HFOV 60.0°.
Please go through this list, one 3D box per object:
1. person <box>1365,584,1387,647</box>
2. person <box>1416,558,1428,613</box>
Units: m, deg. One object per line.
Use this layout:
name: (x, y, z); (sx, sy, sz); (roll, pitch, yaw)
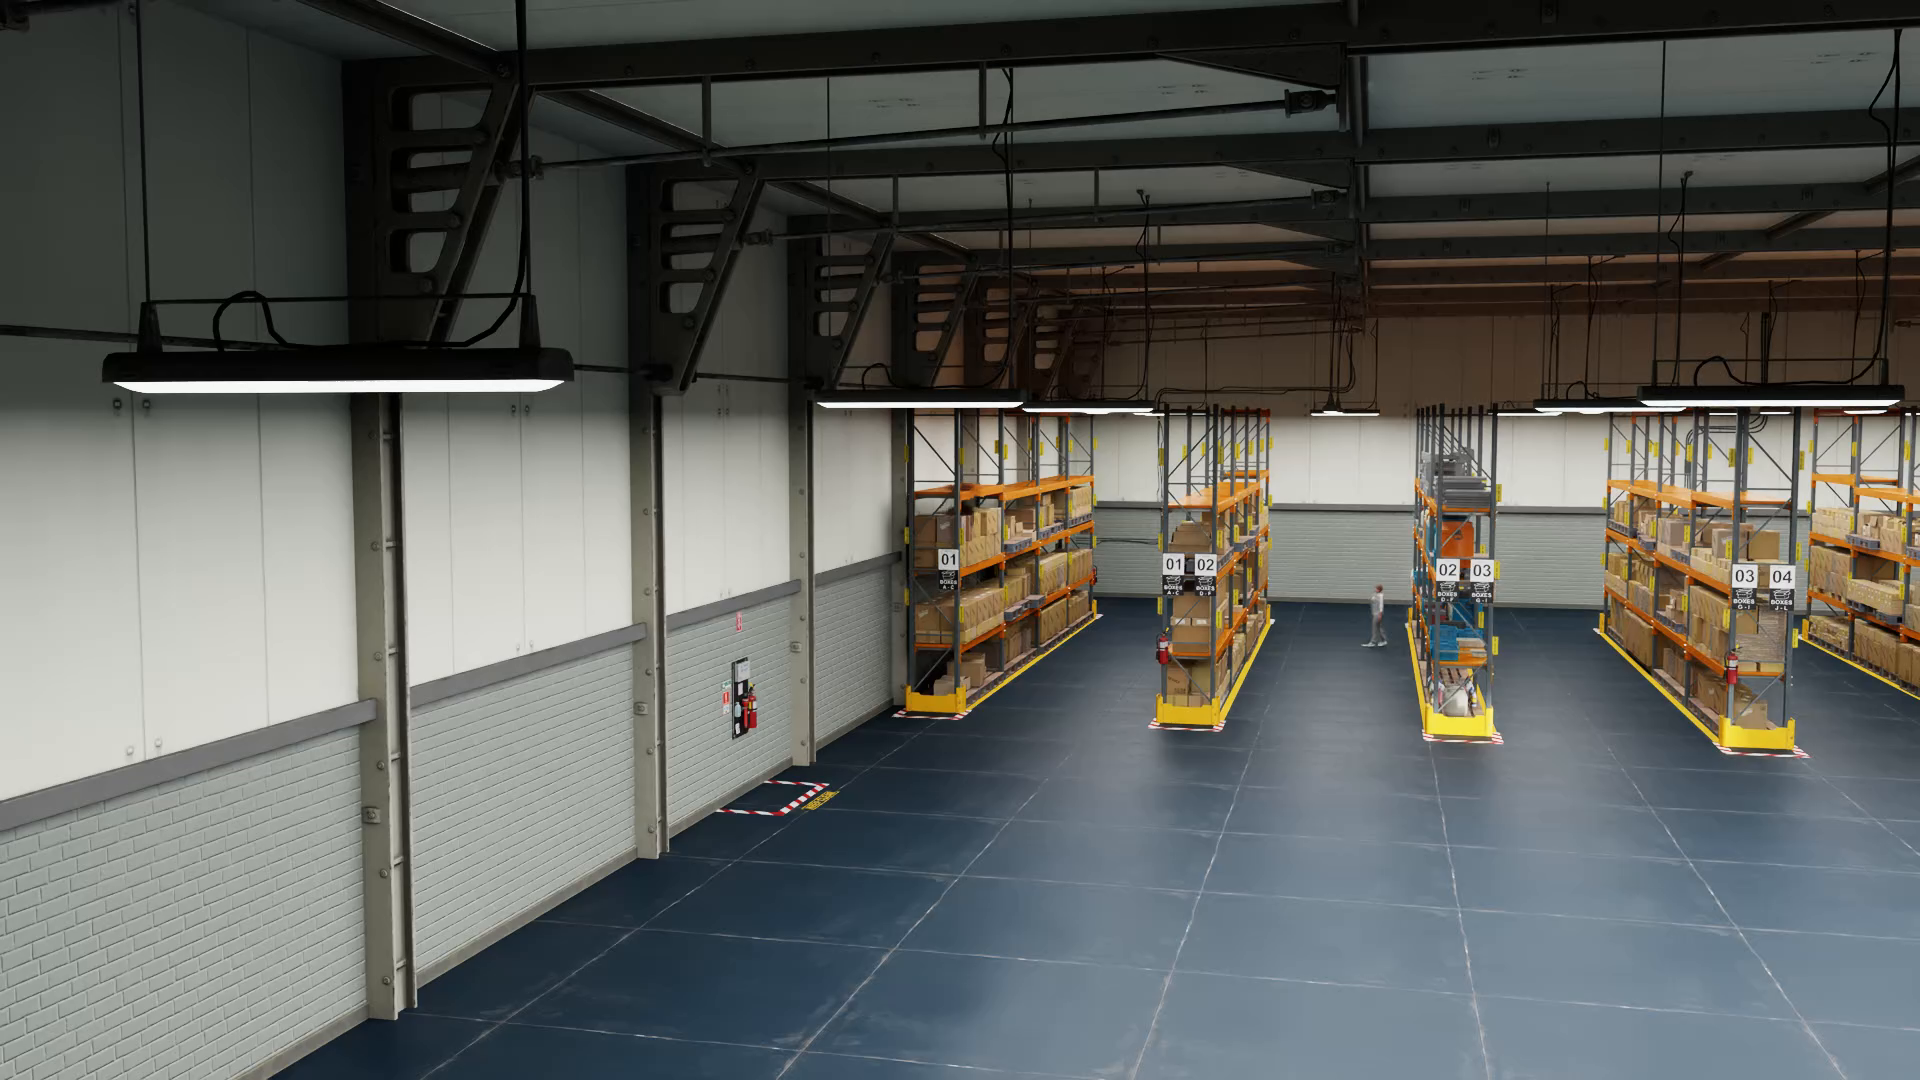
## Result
person: (10.473, 1.887, 41.802); (0.588, 1.595, 0.404); (0, 4, 0)
person: (13.209, 1.385, 47.383); (0.563, 1.774, 0.427); (1, 4, 8)
